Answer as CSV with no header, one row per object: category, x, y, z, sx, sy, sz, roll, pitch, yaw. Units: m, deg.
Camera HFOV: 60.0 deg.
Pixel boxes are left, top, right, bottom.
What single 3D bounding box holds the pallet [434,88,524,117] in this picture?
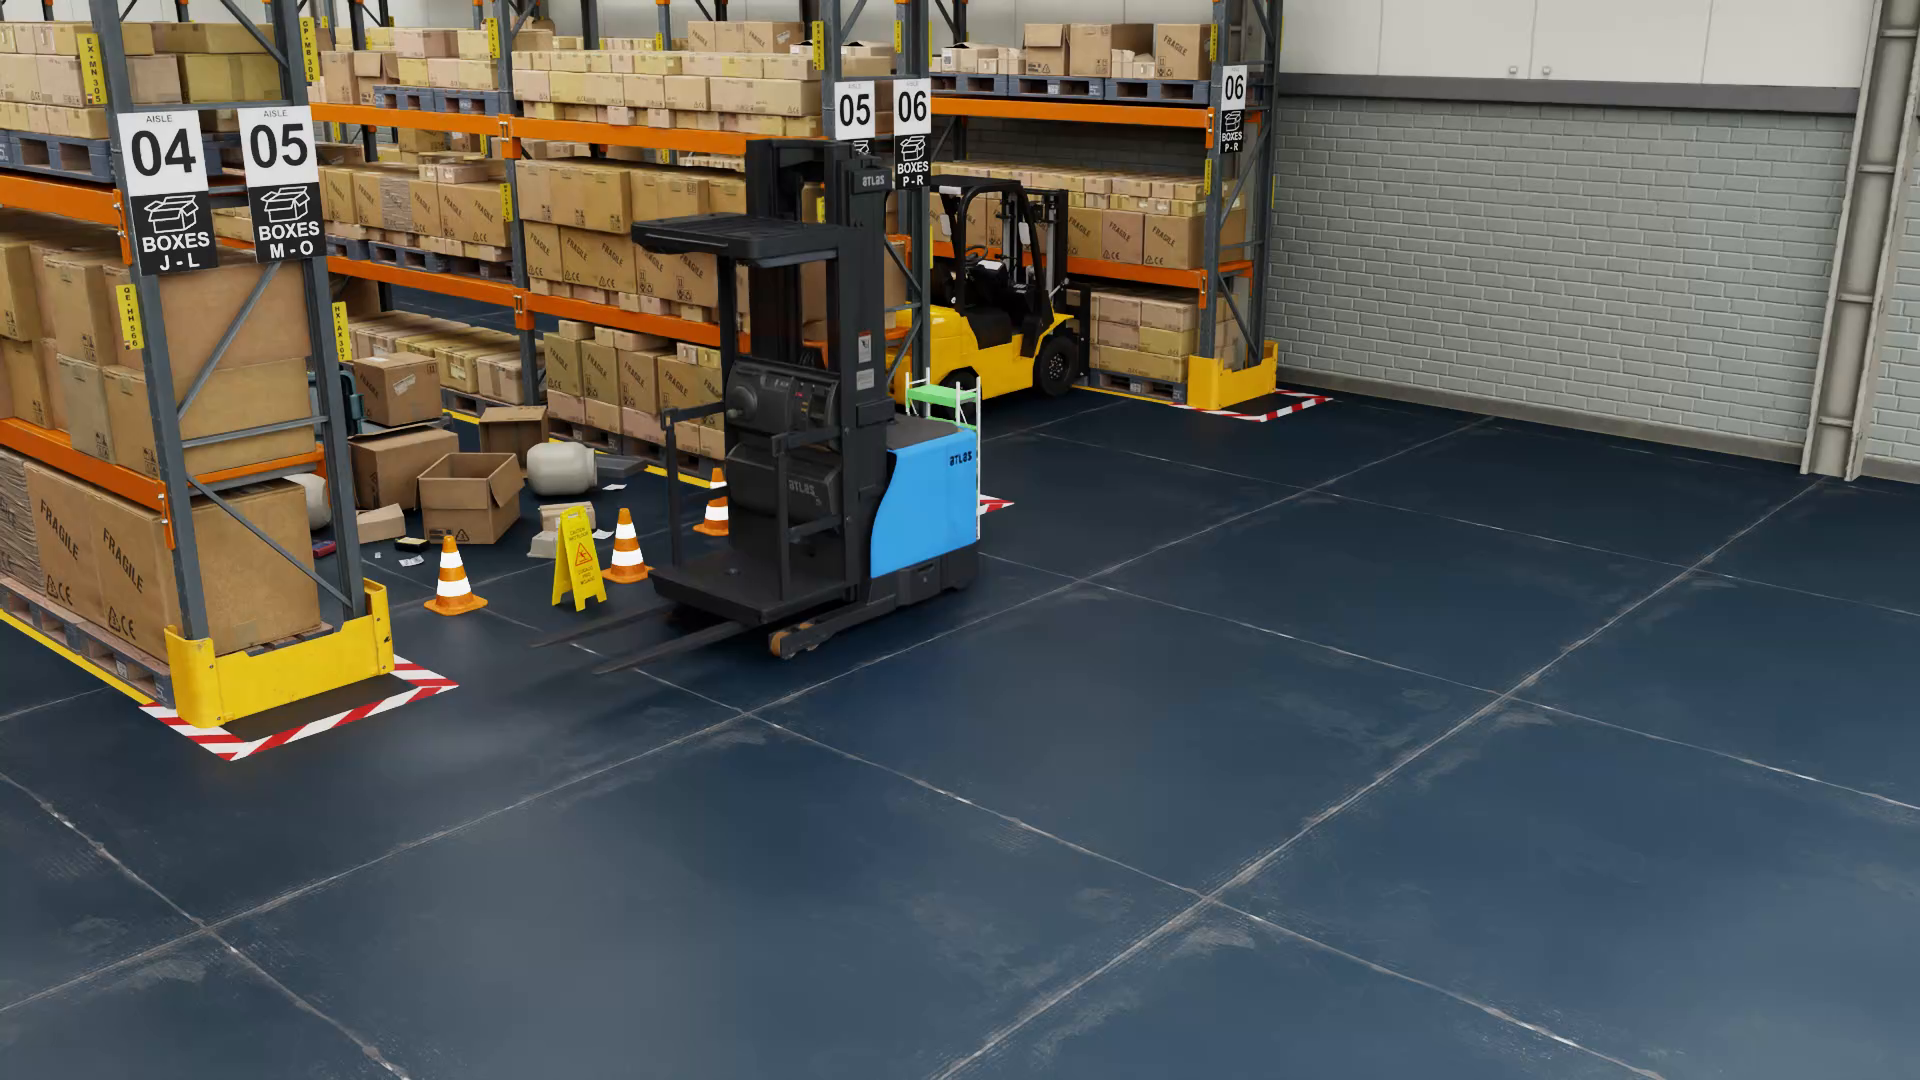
pallet,-3.987,-4.012,15.147,1.003,0.211,1.213,15,23,39

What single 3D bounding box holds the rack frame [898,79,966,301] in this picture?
rack frame,-0.304,-3.648,18.647,0.127,3.000,1.000,15,23,39

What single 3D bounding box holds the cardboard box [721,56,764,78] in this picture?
cardboard box,-1.579,-3.582,12.578,0.250,0.149,0.380,15,23,40

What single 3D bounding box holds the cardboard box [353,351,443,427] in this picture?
cardboard box,-4.755,-1.285,14.081,0.500,0.500,0.500,15,23,39

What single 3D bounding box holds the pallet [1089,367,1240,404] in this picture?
pallet,2.088,-1.660,16.992,1.213,0.211,1.003,15,23,39

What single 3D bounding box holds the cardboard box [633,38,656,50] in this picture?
cardboard box,-3.876,-6.220,20.889,0.250,0.149,0.380,14,22,37

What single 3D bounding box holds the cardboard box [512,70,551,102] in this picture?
cardboard box,-3.449,-3.874,14.156,0.500,0.250,0.500,14,23,38

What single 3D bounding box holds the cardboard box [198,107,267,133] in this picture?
cardboard box,-3.858,-2.280,8.933,0.250,0.149,0.380,15,23,40

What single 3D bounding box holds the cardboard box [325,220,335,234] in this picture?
cardboard box,-6.279,-3.236,17.070,0.250,0.149,0.380,13,22,36

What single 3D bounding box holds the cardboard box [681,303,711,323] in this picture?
cardboard box,-2.029,-1.869,13.456,0.250,0.149,0.380,15,23,39

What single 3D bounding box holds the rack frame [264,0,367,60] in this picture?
rack frame,-6.588,-6.186,16.729,0.127,3.000,1.000,15,23,39

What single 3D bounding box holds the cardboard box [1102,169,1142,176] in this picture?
cardboard box,1.678,-3.744,17.221,0.250,0.149,0.380,14,23,38

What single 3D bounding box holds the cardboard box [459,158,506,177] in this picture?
cardboard box,-4.594,-3.592,16.047,0.250,0.149,0.380,17,24,42

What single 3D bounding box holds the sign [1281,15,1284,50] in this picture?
sign,3.060,-4.853,15.910,0.005,0.325,0.100,15,23,39

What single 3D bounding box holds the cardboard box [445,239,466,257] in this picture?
cardboard box,-4.567,-2.746,15.526,0.250,0.149,0.380,15,23,38

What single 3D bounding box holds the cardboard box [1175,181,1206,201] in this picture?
cardboard box,2.280,-3.367,16.034,0.250,0.149,0.380,15,23,39

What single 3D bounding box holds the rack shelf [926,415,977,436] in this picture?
rack shelf,-0.124,-0.773,11.982,0.480,0.148,0.258,15,23,39

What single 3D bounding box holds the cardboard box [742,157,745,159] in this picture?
cardboard box,-2.495,-4.695,20.709,0.250,0.149,0.380,15,23,39

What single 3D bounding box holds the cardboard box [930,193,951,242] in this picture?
cardboard box,-0.146,-3.547,18.165,0.500,0.500,0.500,14,22,38

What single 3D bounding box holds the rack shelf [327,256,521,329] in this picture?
rack shelf,-5.092,-2.583,16.480,4.000,0.370,1.077,15,23,39

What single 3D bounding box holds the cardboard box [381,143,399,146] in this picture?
cardboard box,-8.759,-6.095,26.115,0.500,0.250,0.500,16,24,41

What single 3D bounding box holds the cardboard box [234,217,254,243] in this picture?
cardboard box,-7.531,-3.397,18.106,0.500,0.250,0.500,16,23,40

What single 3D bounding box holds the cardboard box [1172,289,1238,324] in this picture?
cardboard box,2.454,-2.350,16.756,0.500,0.250,0.500,15,23,38

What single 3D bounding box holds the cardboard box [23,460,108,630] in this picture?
cardboard box,-5.025,-0.065,10.177,0.875,0.875,0.875,15,23,38

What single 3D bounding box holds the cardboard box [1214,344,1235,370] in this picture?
cardboard box,2.450,-1.877,16.918,0.500,0.250,0.500,15,23,39

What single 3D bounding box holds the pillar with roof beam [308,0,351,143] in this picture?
pillar with roof beam,-13.556,-8.688,24.611,0.400,9.000,9.100,15,23,39

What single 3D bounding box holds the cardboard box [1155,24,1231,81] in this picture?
cardboard box,2.195,-4.603,15.675,0.500,0.500,0.500,16,24,41

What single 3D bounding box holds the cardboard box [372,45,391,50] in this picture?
cardboard box,-8.361,-7.203,24.647,0.500,0.250,0.500,14,22,38

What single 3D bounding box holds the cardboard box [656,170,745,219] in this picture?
cardboard box,-1.955,-2.622,13.106,0.500,0.500,0.700,15,23,39

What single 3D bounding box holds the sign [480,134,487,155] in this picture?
sign,-6.642,-5.542,23.185,0.005,0.325,0.100,15,23,39

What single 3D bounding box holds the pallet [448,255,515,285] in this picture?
pallet,-4.071,-2.619,15.722,1.213,0.211,1.003,15,23,39

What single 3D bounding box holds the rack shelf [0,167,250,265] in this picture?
rack shelf,-5.311,-2.069,9.903,4.000,0.370,1.077,15,23,39

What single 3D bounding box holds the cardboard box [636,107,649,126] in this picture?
cardboard box,-2.371,-3.405,13.340,0.250,0.149,0.380,15,23,40

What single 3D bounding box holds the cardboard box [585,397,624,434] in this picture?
cardboard box,-2.927,-1.129,14.563,0.500,0.250,0.500,17,24,42

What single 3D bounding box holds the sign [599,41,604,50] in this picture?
sign,-3.242,-4.324,14.965,0.005,0.325,0.100,15,23,39

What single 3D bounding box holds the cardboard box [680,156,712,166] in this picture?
cardboard box,-3.253,-4.677,20.652,0.250,0.149,0.380,16,24,41

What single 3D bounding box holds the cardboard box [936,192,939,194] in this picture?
cardboard box,-0.046,-3.829,17.981,0.250,0.149,0.380,16,23,41

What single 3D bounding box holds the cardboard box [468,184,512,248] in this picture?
cardboard box,-4.094,-2.954,15.111,0.500,0.500,0.500,15,23,38

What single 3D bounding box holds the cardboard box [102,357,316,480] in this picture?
cardboard box,-4.122,-0.716,9.162,0.550,0.550,0.875,15,23,39

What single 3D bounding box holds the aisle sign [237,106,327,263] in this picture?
aisle sign,-3.562,-1.873,8.758,0.004,0.787,0.394,15,23,39

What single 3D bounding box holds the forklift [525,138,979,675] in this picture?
forklift,-1.229,-0.861,9.980,1.130,2.935,3.031,15,23,39

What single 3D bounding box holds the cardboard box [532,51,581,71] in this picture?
cardboard box,-3.364,-4.031,13.994,0.250,0.149,0.380,16,24,41

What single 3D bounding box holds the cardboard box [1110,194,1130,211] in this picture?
cardboard box,1.700,-3.370,16.536,0.250,0.149,0.380,15,23,39

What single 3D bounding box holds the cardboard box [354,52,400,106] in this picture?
cardboard box,-5.428,-4.506,16.222,0.637,0.503,0.797,15,23,39

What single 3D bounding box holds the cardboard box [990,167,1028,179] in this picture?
cardboard box,0.526,-3.813,17.438,0.250,0.149,0.380,15,23,38

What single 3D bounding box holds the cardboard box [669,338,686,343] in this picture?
cardboard box,-2.212,-1.509,14.519,0.500,0.500,0.500,17,24,42

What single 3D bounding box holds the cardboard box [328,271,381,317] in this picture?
cardboard box,-7.050,-2.672,18.390,0.875,0.875,0.875,15,23,39

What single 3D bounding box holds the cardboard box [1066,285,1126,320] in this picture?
cardboard box,1.366,-2.433,17.017,0.500,0.250,0.500,15,23,40

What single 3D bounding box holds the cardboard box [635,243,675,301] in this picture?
cardboard box,-2.303,-2.266,13.635,0.500,0.500,0.500,15,23,40

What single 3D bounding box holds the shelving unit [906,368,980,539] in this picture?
shelving unit,-0.124,-0.605,12.035,0.503,1.200,0.258,15,23,39

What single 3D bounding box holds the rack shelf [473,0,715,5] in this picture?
rack shelf,-4.792,-7.178,21.704,4.000,0.370,1.077,15,23,39

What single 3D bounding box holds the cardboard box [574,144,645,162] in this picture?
cardboard box,-4.640,-4.986,21.999,0.637,0.503,0.797,14,23,38

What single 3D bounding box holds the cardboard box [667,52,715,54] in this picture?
cardboard box,-2.199,-3.954,13.752,0.250,0.149,0.380,15,23,40
